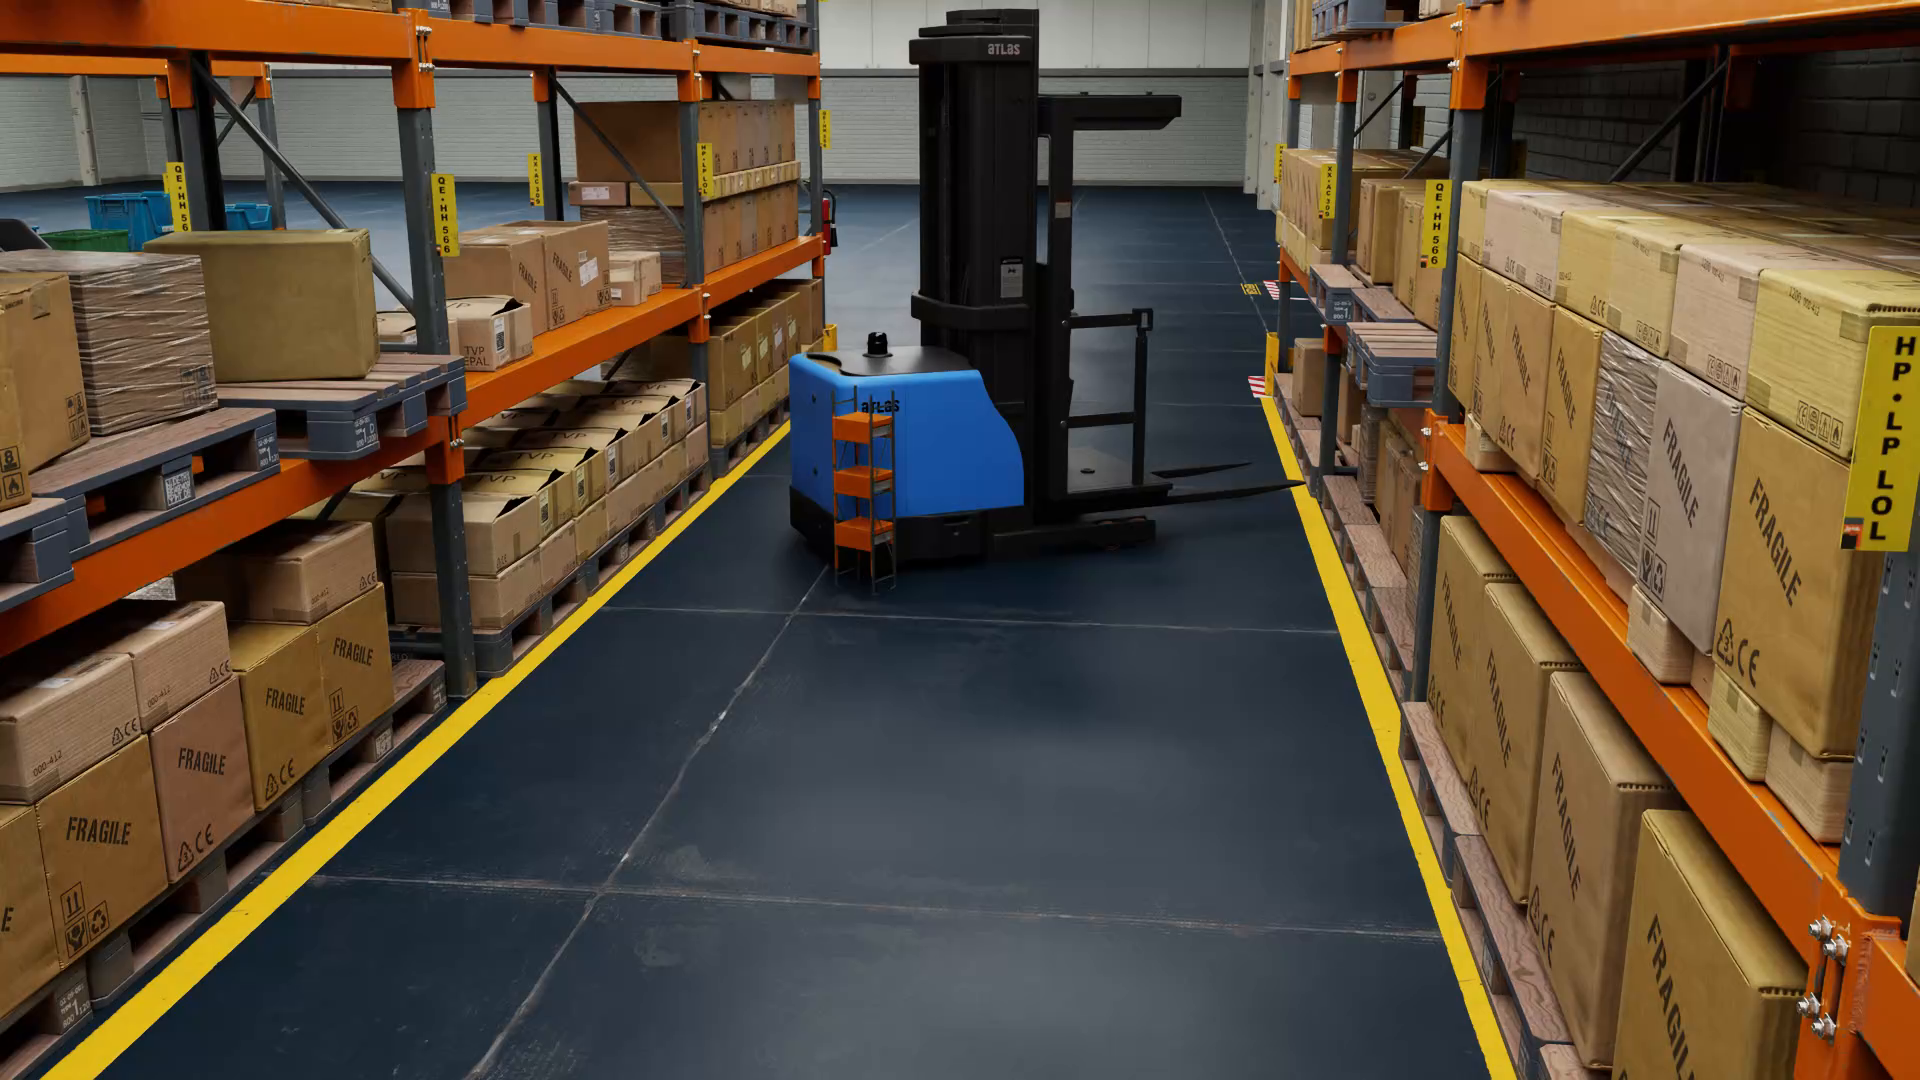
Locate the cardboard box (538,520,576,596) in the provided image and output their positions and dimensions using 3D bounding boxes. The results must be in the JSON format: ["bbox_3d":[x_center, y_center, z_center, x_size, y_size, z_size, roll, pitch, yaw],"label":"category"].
[{"bbox_3d":[-2.194,0.077,8.094,0.500,0.250,0.500,1,15,5],"label":"cardboard box"}]

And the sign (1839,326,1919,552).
[{"bbox_3d":[1.331,-0.142,2.374,0.100,0.325,0.005,2,15,6],"label":"sign"}]

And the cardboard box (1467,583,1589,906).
[{"bbox_3d":[2.004,0.604,4.997,0.750,0.750,0.750,2,15,6],"label":"cardboard box"}]

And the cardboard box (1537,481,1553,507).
[{"bbox_3d":[1.977,-0.187,5.050,0.380,0.149,0.250,2,15,7],"label":"cardboard box"}]

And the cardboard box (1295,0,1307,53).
[{"bbox_3d":[2.843,-4.008,12.763,0.500,0.500,0.500,3,15,10],"label":"cardboard box"}]

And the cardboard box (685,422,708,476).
[{"bbox_3d":[-1.908,-0.587,10.549,0.500,0.250,0.500,2,15,6],"label":"cardboard box"}]

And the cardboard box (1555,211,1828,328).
[{"bbox_3d":[1.851,-0.697,4.256,0.500,0.250,0.500,1,15,5],"label":"cardboard box"}]

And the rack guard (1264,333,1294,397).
[{"bbox_3d":[3.216,-1.494,14.228,1.175,0.500,0.348,2,15,6],"label":"rack guard"}]

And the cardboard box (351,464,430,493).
[{"bbox_3d":[-2.734,-0.214,8.097,0.500,0.311,0.500,1,15,5],"label":"cardboard box"}]

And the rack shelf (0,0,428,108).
[{"bbox_3d":[-2.826,-1.372,4.622,1.077,0.370,4.000,2,15,6],"label":"rack shelf"}]

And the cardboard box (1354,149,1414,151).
[{"bbox_3d":[3.383,-2.891,13.419,0.500,0.500,0.500,2,15,6],"label":"cardboard box"}]

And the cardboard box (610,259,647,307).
[{"bbox_3d":[-2.066,-1.529,9.828,0.396,0.266,0.258,1,15,5],"label":"cardboard box"}]

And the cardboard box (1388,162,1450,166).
[{"bbox_3d":[3.096,-2.232,10.981,0.500,0.500,0.500,2,15,6],"label":"cardboard box"}]

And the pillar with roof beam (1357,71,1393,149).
[{"bbox_3d":[0.405,-7.092,18.650,9.100,9.000,0.400,2,15,6],"label":"pillar with roof beam"}]

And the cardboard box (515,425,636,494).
[{"bbox_3d":[-2.081,-0.465,9.026,0.500,0.311,0.500,2,15,6],"label":"cardboard box"}]

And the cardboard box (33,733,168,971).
[{"bbox_3d":[-2.642,0.855,4.698,0.500,0.500,0.500,2,15,7],"label":"cardboard box"}]

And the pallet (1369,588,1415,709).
[{"bbox_3d":[2.412,0.498,7.415,1.003,0.211,1.213,2,15,6],"label":"pallet"}]

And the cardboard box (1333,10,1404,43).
[{"bbox_3d":[2.585,-3.327,10.245,0.500,0.500,0.500,2,15,8],"label":"cardboard box"}]

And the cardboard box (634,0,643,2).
[{"bbox_3d":[-2.284,-3.745,11.429,0.380,0.149,0.250,2,15,6],"label":"cardboard box"}]

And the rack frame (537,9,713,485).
[{"bbox_3d":[-2.149,-1.828,10.674,1.000,3.000,0.127,2,15,6],"label":"rack frame"}]

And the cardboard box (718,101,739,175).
[{"bbox_3d":[-1.992,-2.878,11.883,0.700,0.500,0.500,2,15,6],"label":"cardboard box"}]

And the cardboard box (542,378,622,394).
[{"bbox_3d":[-2.443,-0.874,10.536,0.500,0.311,0.500,2,15,6],"label":"cardboard box"}]

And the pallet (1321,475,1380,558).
[{"bbox_3d":[2.687,-0.135,9.755,1.003,0.211,1.213,2,15,6],"label":"pallet"}]

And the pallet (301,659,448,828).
[{"bbox_3d":[-2.722,0.749,6.489,1.003,0.211,1.213,2,15,6],"label":"pallet"}]

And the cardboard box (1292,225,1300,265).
[{"bbox_3d":[2.687,-2.142,12.086,0.500,0.250,0.500,2,15,7],"label":"cardboard box"}]

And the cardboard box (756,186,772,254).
[{"bbox_3d":[-1.879,-2.528,13.072,0.700,0.500,0.500,2,15,7],"label":"cardboard box"}]

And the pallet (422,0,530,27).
[{"bbox_3d":[-2.613,-2.326,7.131,1.213,0.211,1.003,2,15,9],"label":"pallet"}]

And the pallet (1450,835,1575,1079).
[{"bbox_3d":[2.018,1.219,4.751,1.003,0.211,1.213,2,15,6],"label":"pallet"}]

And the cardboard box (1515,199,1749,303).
[{"bbox_3d":[1.902,-0.829,4.746,0.500,0.250,0.500,2,15,7],"label":"cardboard box"}]

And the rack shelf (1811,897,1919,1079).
[{"bbox_3d":[1.645,1.258,0.640,1.077,0.370,4.000,2,15,6],"label":"rack shelf"}]

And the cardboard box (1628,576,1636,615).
[{"bbox_3d":[1.772,0.144,3.825,0.380,0.149,0.250,2,15,6],"label":"cardboard box"}]

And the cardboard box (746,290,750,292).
[{"bbox_3d":[-2.034,-1.840,13.747,0.500,0.500,0.500,2,15,6],"label":"cardboard box"}]

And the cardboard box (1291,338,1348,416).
[{"bbox_3d":[2.861,-1.212,12.345,0.700,0.500,0.500,1,15,3],"label":"cardboard box"}]

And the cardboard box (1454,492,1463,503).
[{"bbox_3d":[2.478,-0.347,7.709,0.500,0.250,0.500,2,15,7],"label":"cardboard box"}]

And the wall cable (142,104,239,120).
[{"bbox_3d":[-22.262,-13.344,47.719,3.097,2.526,0.112,2,15,6],"label":"wall cable"}]

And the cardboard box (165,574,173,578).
[{"bbox_3d":[-2.936,0.314,6.701,0.500,0.500,0.500,2,15,9],"label":"cardboard box"}]

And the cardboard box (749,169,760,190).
[{"bbox_3d":[-1.724,-2.719,12.538,0.380,0.149,0.250,1,15,5],"label":"cardboard box"}]

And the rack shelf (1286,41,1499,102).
[{"bbox_3d":[2.999,-3.302,11.759,1.077,0.370,4.000,2,15,6],"label":"rack shelf"}]

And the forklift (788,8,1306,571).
[{"bbox_3d":[0.576,-1.477,9.509,3.031,2.935,1.130,-6,16,-22],"label":"forklift"}]

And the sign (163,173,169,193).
[{"bbox_3d":[-7.165,-3.163,15.082,0.100,0.325,0.005,2,15,6],"label":"sign"}]

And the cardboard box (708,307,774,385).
[{"bbox_3d":[-1.673,-1.435,12.250,0.500,0.500,0.500,2,15,6],"label":"cardboard box"}]

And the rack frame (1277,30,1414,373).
[{"bbox_3d":[3.225,-2.720,13.975,1.000,3.000,0.127,2,15,6],"label":"rack frame"}]

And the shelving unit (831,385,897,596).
[{"bbox_3d":[-0.494,-0.256,8.599,0.252,1.050,0.215,10,18,34],"label":"shelving unit"}]

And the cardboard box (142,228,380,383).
[{"bbox_3d":[-2.559,-0.874,6.153,0.700,0.500,0.500,-3,16,-13],"label":"cardboard box"}]

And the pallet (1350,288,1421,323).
[{"bbox_3d":[2.505,-1.067,8.230,1.003,0.211,1.213,2,15,6],"label":"pallet"}]

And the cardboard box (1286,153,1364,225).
[{"bbox_3d":[2.742,-2.643,12.501,0.500,0.500,0.500,1,15,4],"label":"cardboard box"}]

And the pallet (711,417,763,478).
[{"bbox_3d":[-2.018,-0.687,11.796,1.003,0.211,1.213,2,15,6],"label":"pallet"}]

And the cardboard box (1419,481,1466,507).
[{"bbox_3d":[2.525,0.031,7.748,0.700,0.500,0.500,2,15,6],"label":"cardboard box"}]

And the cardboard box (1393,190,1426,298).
[{"bbox_3d":[2.569,-1.496,8.413,0.700,0.500,0.500,4,16,14],"label":"cardboard box"}]

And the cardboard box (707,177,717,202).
[{"bbox_3d":[-1.871,-2.385,11.302,0.380,0.149,0.250,1,15,5],"label":"cardboard box"}]

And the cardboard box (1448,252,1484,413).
[{"bbox_3d":[2.013,-0.728,5.809,0.500,0.500,0.500,2,15,8],"label":"cardboard box"}]

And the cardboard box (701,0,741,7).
[{"bbox_3d":[-1.769,-3.766,11.193,0.500,0.311,0.500,1,15,3],"label":"cardboard box"}]

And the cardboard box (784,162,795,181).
[{"bbox_3d":[-1.580,-3.054,13.775,0.380,0.149,0.250,2,15,8],"label":"cardboard box"}]

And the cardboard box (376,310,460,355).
[{"bbox_3d":[-2.516,-0.840,7.193,0.500,0.311,0.500,3,15,10],"label":"cardboard box"}]

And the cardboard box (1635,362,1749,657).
[{"bbox_3d":[1.720,-0.069,3.371,0.500,0.500,0.500,2,15,7],"label":"cardboard box"}]

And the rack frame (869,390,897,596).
[{"bbox_3d":[-0.394,-0.238,8.531,0.008,1.050,0.200,10,18,34],"label":"rack frame"}]
